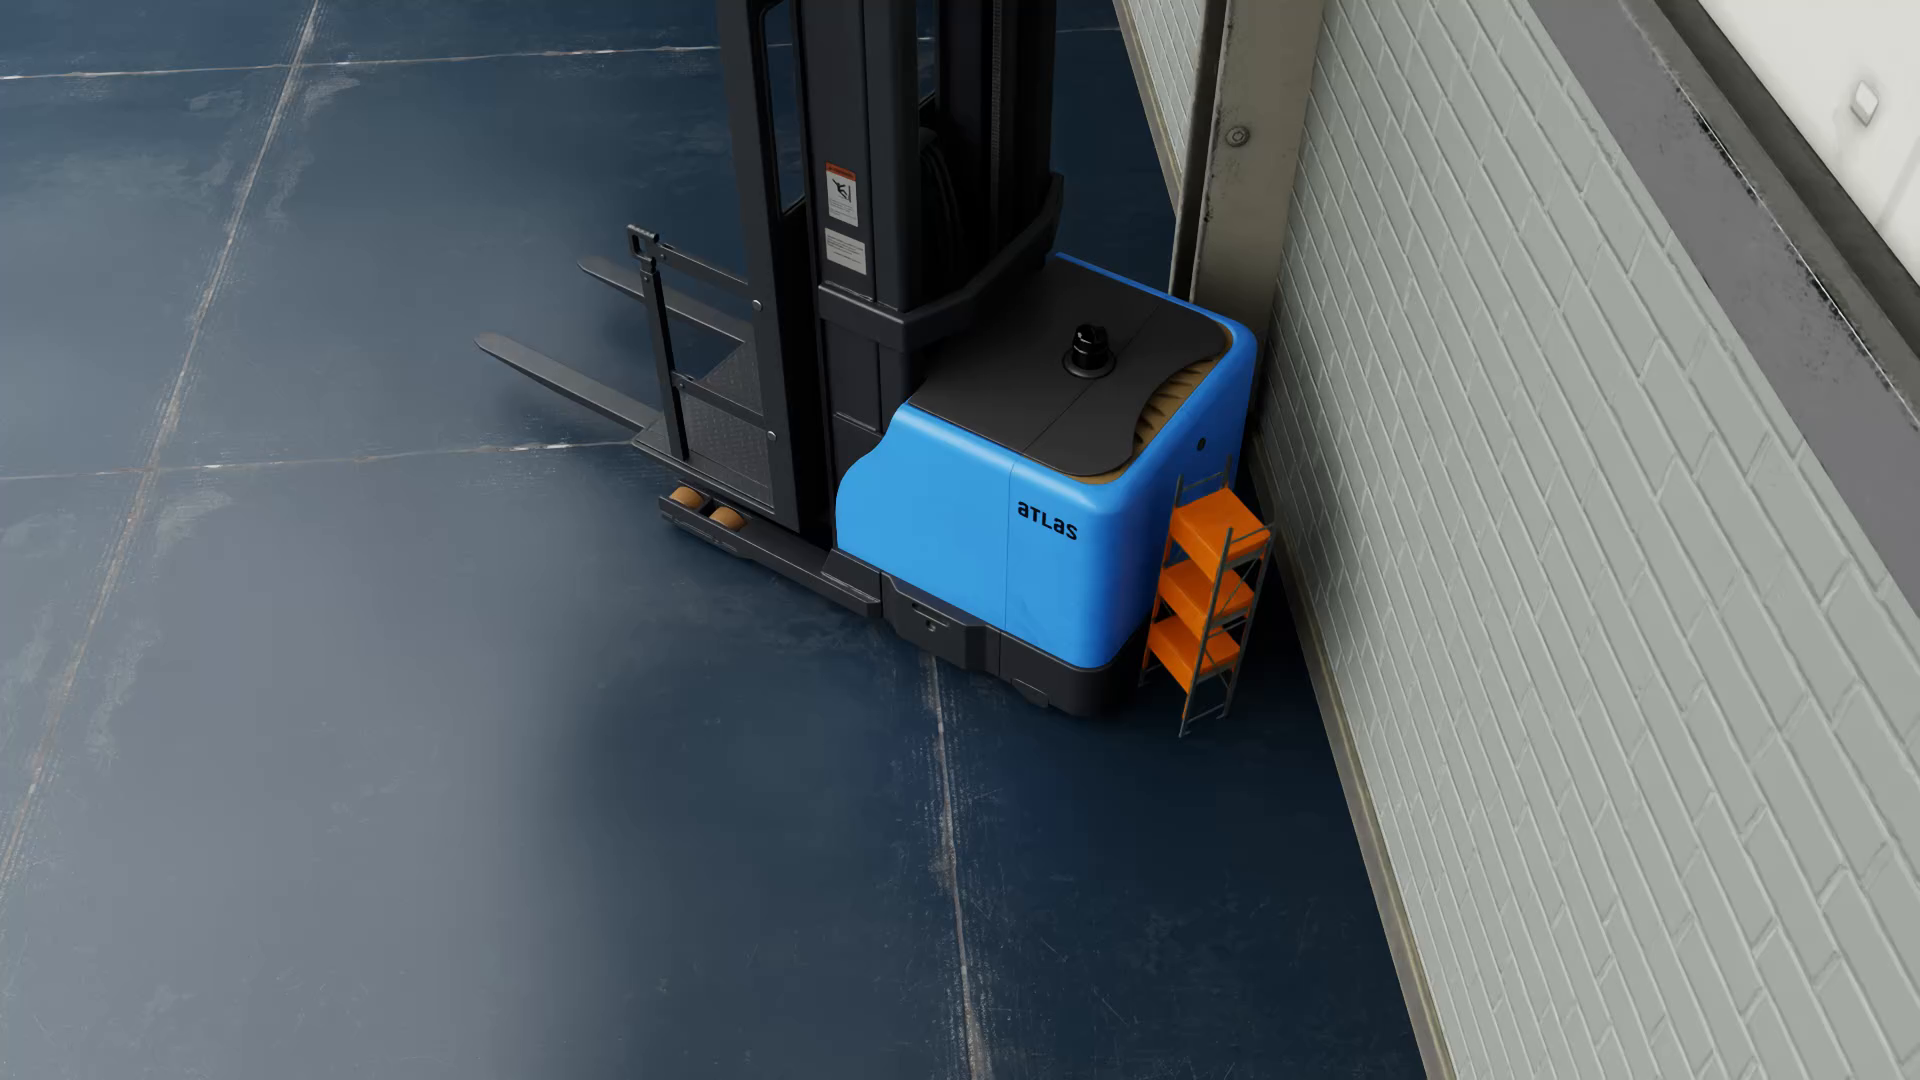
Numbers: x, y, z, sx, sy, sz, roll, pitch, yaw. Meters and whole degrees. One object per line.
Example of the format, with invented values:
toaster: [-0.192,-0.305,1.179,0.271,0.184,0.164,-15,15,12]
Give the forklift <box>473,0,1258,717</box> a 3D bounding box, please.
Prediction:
forklift: [-0.521,-1.259,5.424,3.031,2.935,1.130,26,52,22]

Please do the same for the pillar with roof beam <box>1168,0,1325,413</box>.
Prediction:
pillar with roof beam: [-3.302,-3.361,3.235,9.100,9.000,0.400,-3,47,-3]

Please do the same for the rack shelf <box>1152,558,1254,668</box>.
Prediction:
rack shelf: [0.784,0.209,5.334,0.215,0.259,0.240,-23,53,-21]

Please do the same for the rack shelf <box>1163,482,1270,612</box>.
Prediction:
rack shelf: [0.794,0.020,5.122,0.215,0.259,0.240,-23,53,-21]

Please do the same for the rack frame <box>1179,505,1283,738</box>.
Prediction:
rack frame: [0.846,0.282,5.258,0.200,1.050,0.008,-23,53,-21]

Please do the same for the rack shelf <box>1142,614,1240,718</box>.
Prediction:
rack shelf: [0.774,0.393,5.541,0.215,0.259,0.240,-23,53,-21]

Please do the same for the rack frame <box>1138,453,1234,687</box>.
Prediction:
rack frame: [0.722,0.122,5.394,0.200,1.050,0.008,-23,53,-21]

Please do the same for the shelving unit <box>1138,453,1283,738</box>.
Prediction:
shelving unit: [0.784,0.202,5.326,0.215,1.050,0.252,-23,53,-21]
